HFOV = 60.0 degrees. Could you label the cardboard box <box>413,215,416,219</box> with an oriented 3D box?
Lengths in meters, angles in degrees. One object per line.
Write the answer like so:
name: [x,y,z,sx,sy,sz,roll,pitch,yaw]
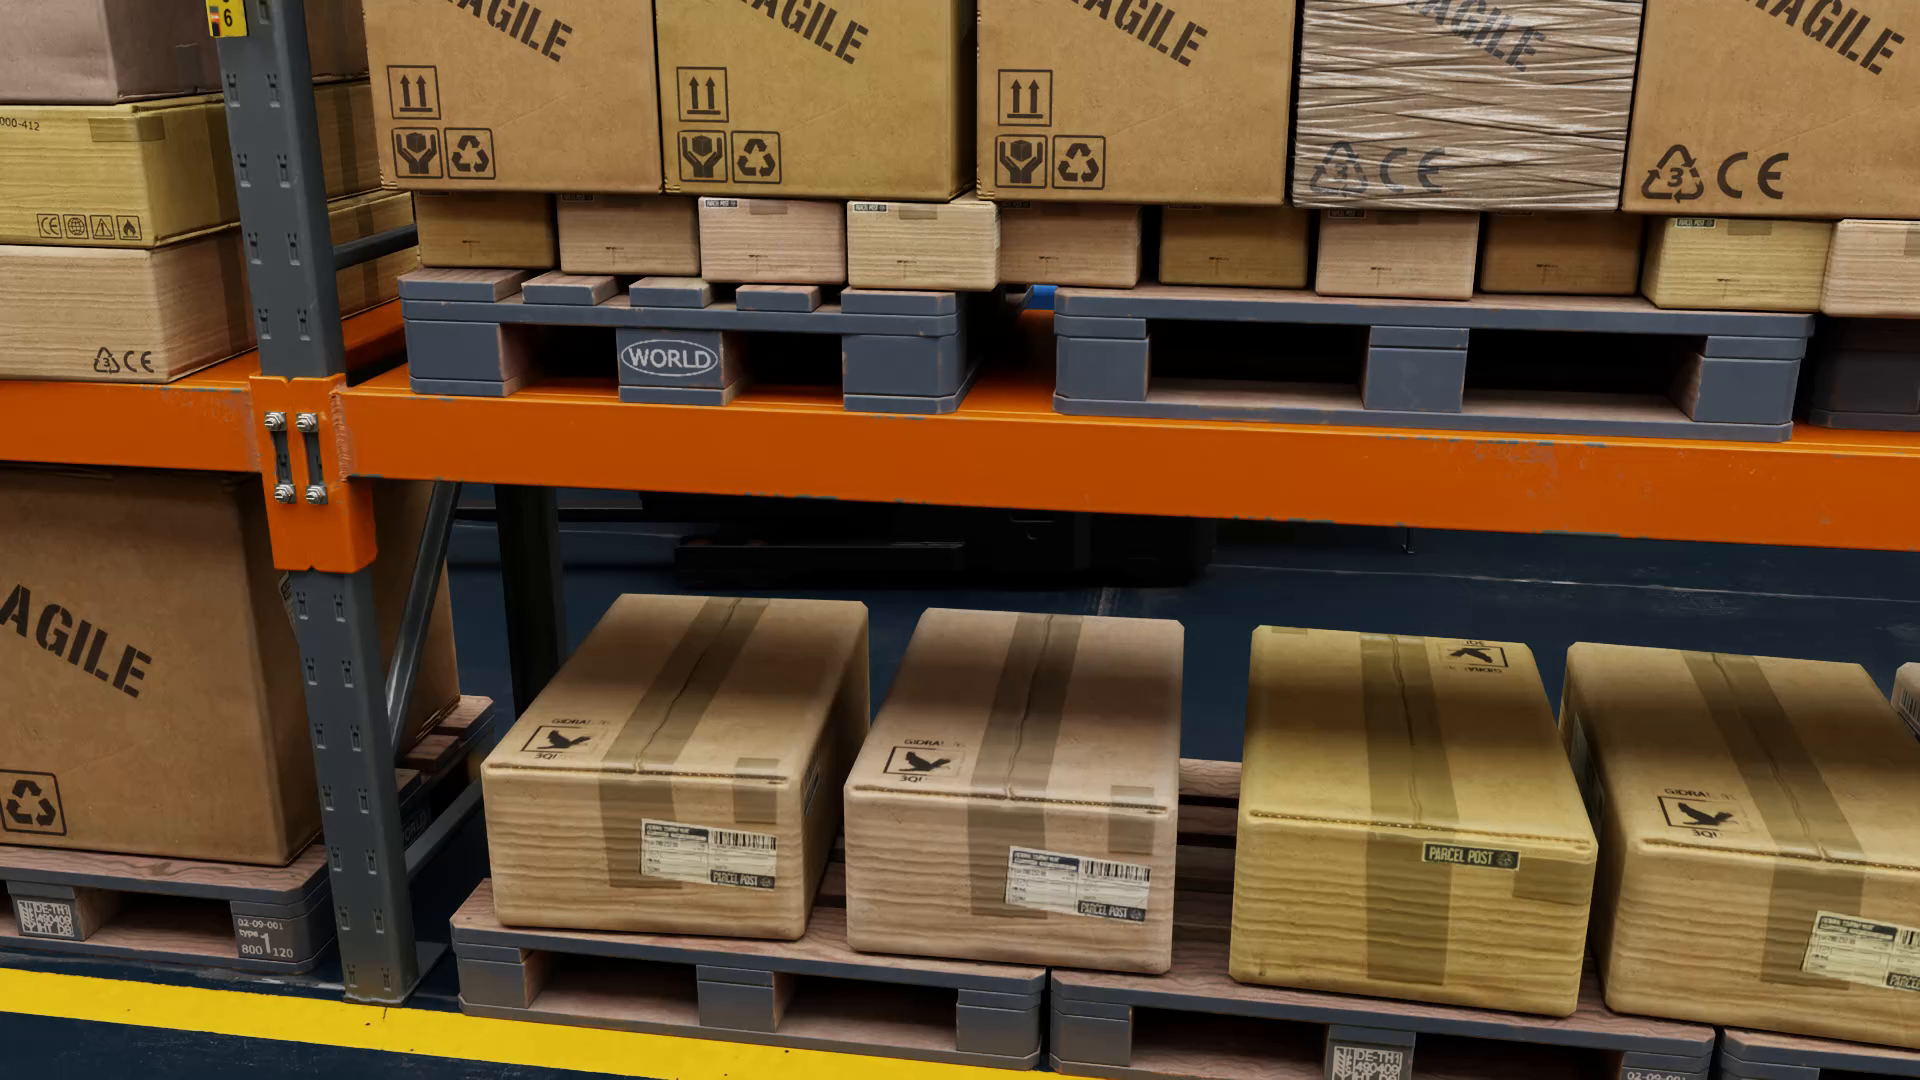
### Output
cardboard box: [-2.931,-1.561,8.498,0.250,0.149,0.380,3,19,9]

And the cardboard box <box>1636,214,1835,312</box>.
cardboard box: [1.260,-0.492,2.779,0.250,0.149,0.380,3,19,9]

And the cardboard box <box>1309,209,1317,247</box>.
cardboard box: [0.771,-0.702,3.407,0.250,0.149,0.380,2,19,7]

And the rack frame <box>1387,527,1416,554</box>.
rack frame: [1.667,-0.722,6.096,0.023,1.500,0.400,0,18,1]

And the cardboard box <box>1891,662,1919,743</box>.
cardboard box: [2.299,0.605,3.247,0.625,0.372,0.950,3,19,9]

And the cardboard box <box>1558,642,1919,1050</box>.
cardboard box: [1.589,0.570,3.352,0.625,0.372,0.950,4,19,12]

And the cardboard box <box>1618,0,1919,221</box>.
cardboard box: [1.326,-0.808,2.702,0.500,0.500,0.500,4,19,11]

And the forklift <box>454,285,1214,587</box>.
forklift: [-0.623,-1.392,5.845,3.031,2.935,1.130,0,19,1]

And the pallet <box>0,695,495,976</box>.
pallet: [-1.899,0.641,4.054,1.213,0.211,1.003,3,19,9]

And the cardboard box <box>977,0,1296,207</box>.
cardboard box: [0.316,-0.862,2.863,0.500,0.500,0.500,3,19,10]

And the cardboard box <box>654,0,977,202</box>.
cardboard box: [-0.209,-0.886,2.936,0.500,0.500,0.500,4,19,11]

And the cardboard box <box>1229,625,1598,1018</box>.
cardboard box: [0.902,0.535,3.455,0.625,0.372,0.950,4,19,10]

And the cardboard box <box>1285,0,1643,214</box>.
cardboard box: [0.809,-0.834,2.780,0.500,0.500,0.500,2,19,7]

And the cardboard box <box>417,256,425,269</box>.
cardboard box: [-2.837,-1.243,8.568,0.500,0.500,0.500,2,19,7]

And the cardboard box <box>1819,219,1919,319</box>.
cardboard box: [1.496,-0.468,2.709,0.250,0.149,0.380,3,19,9]

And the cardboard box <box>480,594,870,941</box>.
cardboard box: [-0.576,0.461,3.678,0.625,0.372,0.950,2,19,5]

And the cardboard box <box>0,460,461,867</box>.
cardboard box: [-1.801,0.130,3.874,0.875,0.875,0.875,3,19,8]

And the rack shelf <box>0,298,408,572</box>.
rack shelf: [-3.107,-0.377,3.837,4.000,0.370,1.077,3,19,9]

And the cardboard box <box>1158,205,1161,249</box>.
cardboard box: [0.510,-0.689,3.368,0.250,0.149,0.380,3,19,9]

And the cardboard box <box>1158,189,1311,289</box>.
cardboard box: [0.500,-0.560,2.984,0.250,0.149,0.380,4,19,11]

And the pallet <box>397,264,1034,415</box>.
pallet: [-0.412,-0.524,3.445,1.003,0.211,1.213,3,19,9]

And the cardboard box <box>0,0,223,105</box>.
cardboard box: [-1.684,-1.083,3.080,0.500,0.500,0.500,2,19,7]

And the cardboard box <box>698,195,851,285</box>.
cardboard box: [-0.304,-0.570,3.014,0.250,0.149,0.380,2,19,5]

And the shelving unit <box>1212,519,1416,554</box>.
shelving unit: [1.302,-0.723,6.100,0.755,1.500,0.431,0,18,1]

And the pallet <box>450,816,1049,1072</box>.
pallet: [-0.361,0.744,3.746,1.213,0.211,1.003,3,19,9]

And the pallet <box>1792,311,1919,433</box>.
pallet: [2.086,-0.409,3.102,1.213,0.211,1.003,3,19,9]

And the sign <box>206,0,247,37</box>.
sign: [-1.217,-0.993,2.718,0.005,0.325,0.100,3,19,9]

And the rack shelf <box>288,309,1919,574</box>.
rack shelf: [0.843,-0.176,3.235,4.000,0.370,1.077,3,19,9]

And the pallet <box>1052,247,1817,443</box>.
pallet: [0.829,-0.440,3.193,1.213,0.211,1.003,3,19,9]

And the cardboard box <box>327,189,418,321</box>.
cardboard box: [-1.575,-0.650,3.755,0.500,0.250,0.500,3,19,8]

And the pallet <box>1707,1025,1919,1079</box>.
pallet: [2.048,0.867,3.379,1.213,0.211,1.003,3,19,9]

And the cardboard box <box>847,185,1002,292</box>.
cardboard box: [-0.036,-0.550,2.953,0.250,0.149,0.380,3,19,9]

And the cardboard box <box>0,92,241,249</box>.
cardboard box: [-1.651,-0.728,3.201,0.500,0.250,0.500,3,19,8]

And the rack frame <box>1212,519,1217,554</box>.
rack frame: [0.936,-0.725,6.105,0.023,1.500,0.400,0,18,1]

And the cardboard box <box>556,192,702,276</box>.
cardboard box: [-0.567,-0.598,3.098,0.250,0.149,0.380,2,19,5]

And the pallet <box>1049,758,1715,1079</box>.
pallet: [0.840,0.807,3.560,1.213,0.211,1.003,3,19,9]

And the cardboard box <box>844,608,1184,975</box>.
cardboard box: [0.154,0.495,3.575,0.625,0.372,0.950,3,19,8]

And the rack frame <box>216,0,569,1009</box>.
rack frame: [-1.132,-0.618,3.422,0.127,3.000,1.000,3,19,9]

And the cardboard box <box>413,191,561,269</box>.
cardboard box: [-0.841,-0.623,3.172,0.250,0.149,0.380,2,19,5]

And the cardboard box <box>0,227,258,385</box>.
cardboard box: [-1.673,-0.491,3.279,0.500,0.250,0.500,2,19,7]

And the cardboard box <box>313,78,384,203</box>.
cardboard box: [-1.593,-0.887,3.674,0.500,0.250,0.500,3,19,8]

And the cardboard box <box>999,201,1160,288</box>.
cardboard box: [0.215,-0.562,2.990,0.250,0.149,0.380,4,19,12]

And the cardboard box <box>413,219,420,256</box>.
cardboard box: [-2.687,-1.548,8.458,0.250,0.149,0.380,4,19,11]

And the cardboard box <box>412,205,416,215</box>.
cardboard box: [-2.866,-1.711,8.945,0.250,0.149,0.380,3,19,10]

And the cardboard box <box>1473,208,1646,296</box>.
cardboard box: [1.017,-0.537,2.915,0.250,0.149,0.380,2,19,7]

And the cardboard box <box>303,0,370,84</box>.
cardboard box: [-1.580,-1.241,3.551,0.500,0.500,0.500,2,19,7]

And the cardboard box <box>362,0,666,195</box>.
cardboard box: [-0.725,-0.910,3.008,0.500,0.500,0.500,2,19,7]

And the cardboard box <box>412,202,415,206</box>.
cardboard box: [-3.130,-1.742,9.037,0.250,0.149,0.380,2,19,6]

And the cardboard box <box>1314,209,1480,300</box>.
cardboard box: [0.747,-0.527,2.884,0.250,0.149,0.380,4,19,10]
